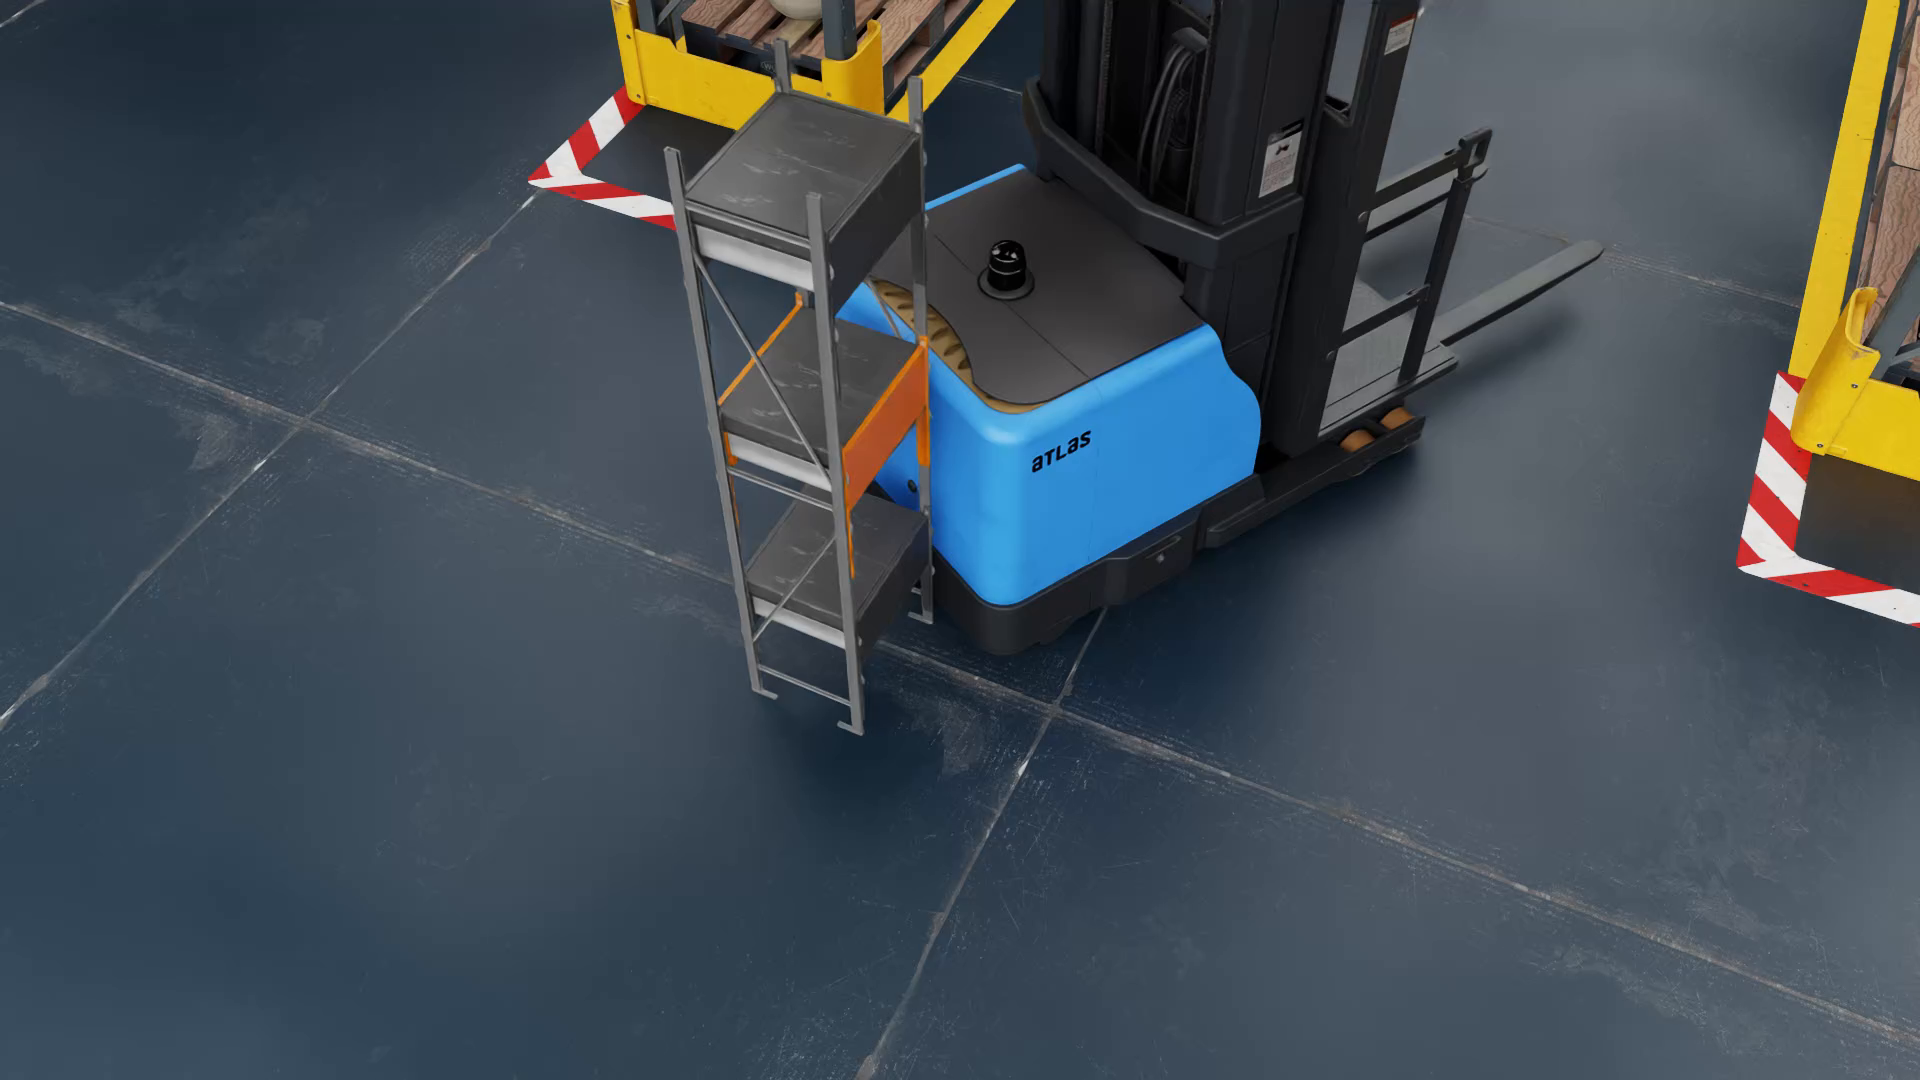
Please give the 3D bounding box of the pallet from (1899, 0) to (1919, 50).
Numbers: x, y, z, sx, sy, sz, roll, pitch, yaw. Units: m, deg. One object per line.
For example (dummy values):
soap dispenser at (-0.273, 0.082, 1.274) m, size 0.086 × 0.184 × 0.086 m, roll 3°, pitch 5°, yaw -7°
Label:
pallet at (5.034, -2.571, 7.799) m, size 1.003 × 0.211 × 1.213 m, roll 20°, pitch 52°, yaw 16°

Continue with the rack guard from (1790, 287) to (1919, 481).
rack guard at (3.612, -0.437, 5.793) m, size 1.175 × 0.500 × 0.348 m, roll 20°, pitch 52°, yaw 16°

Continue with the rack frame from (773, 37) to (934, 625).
rack frame at (-0.270, -0.469, 4.770) m, size 0.400 × 2.100 × 0.015 m, roll 20°, pitch 53°, yaw 17°

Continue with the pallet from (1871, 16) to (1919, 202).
pallet at (4.514, -1.728, 7.082) m, size 1.003 × 0.211 × 1.213 m, roll 20°, pitch 52°, yaw 16°

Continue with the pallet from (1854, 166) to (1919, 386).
pallet at (3.991, -0.891, 6.370) m, size 1.003 × 0.211 × 1.213 m, roll 20°, pitch 52°, yaw 16°

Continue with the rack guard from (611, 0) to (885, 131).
rack guard at (-0.909, -2.064, 7.178) m, size 1.175 × 0.500 × 0.348 m, roll 20°, pitch 52°, yaw 16°

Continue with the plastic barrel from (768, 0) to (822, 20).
plastic barrel at (-0.686, -2.614, 7.363) m, size 0.421 × 0.512 × 0.421 m, roll 0°, pitch 50°, yaw 0°

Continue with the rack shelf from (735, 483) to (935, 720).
rack shelf at (-0.377, 0.160, 5.172) m, size 0.431 × 0.518 × 0.480 m, roll 20°, pitch 53°, yaw 17°

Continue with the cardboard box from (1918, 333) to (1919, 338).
cardboard box at (3.862, -0.945, 5.950) m, size 0.500 × 0.500 × 0.500 m, roll 29°, pitch 55°, yaw 22°

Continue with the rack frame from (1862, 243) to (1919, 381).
rack frame at (3.580, -1.195, 4.797) m, size 1.000 × 3.000 × 0.127 m, roll 20°, pitch 52°, yaw 16°

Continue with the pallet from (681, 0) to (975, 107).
pallet at (-0.557, -2.528, 7.762) m, size 1.003 × 0.211 × 1.213 m, roll 20°, pitch 52°, yaw 16°

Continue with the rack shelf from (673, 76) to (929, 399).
rack shelf at (-0.377, -0.747, 4.106) m, size 0.431 × 0.518 × 0.480 m, roll 20°, pitch 53°, yaw 17°

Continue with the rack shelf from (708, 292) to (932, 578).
rack shelf at (-0.377, -0.293, 4.639) m, size 0.431 × 0.518 × 0.480 m, roll 20°, pitch 53°, yaw 17°

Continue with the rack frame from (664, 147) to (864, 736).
rack frame at (-0.484, -0.135, 4.486) m, size 0.400 × 2.100 × 0.015 m, roll 20°, pitch 53°, yaw 17°

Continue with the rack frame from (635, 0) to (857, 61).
rack frame at (-0.899, -2.806, 6.168) m, size 1.000 × 3.000 × 0.127 m, roll 20°, pitch 52°, yaw 16°

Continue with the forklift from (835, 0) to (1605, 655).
forklift at (1.056, -1.485, 5.089) m, size 3.031 × 2.935 × 1.130 m, roll -28°, pitch 55°, yaw -22°

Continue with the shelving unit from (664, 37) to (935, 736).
shelving unit at (-0.377, -0.302, 4.628) m, size 0.431 × 2.100 × 0.503 m, roll 20°, pitch 53°, yaw 17°
